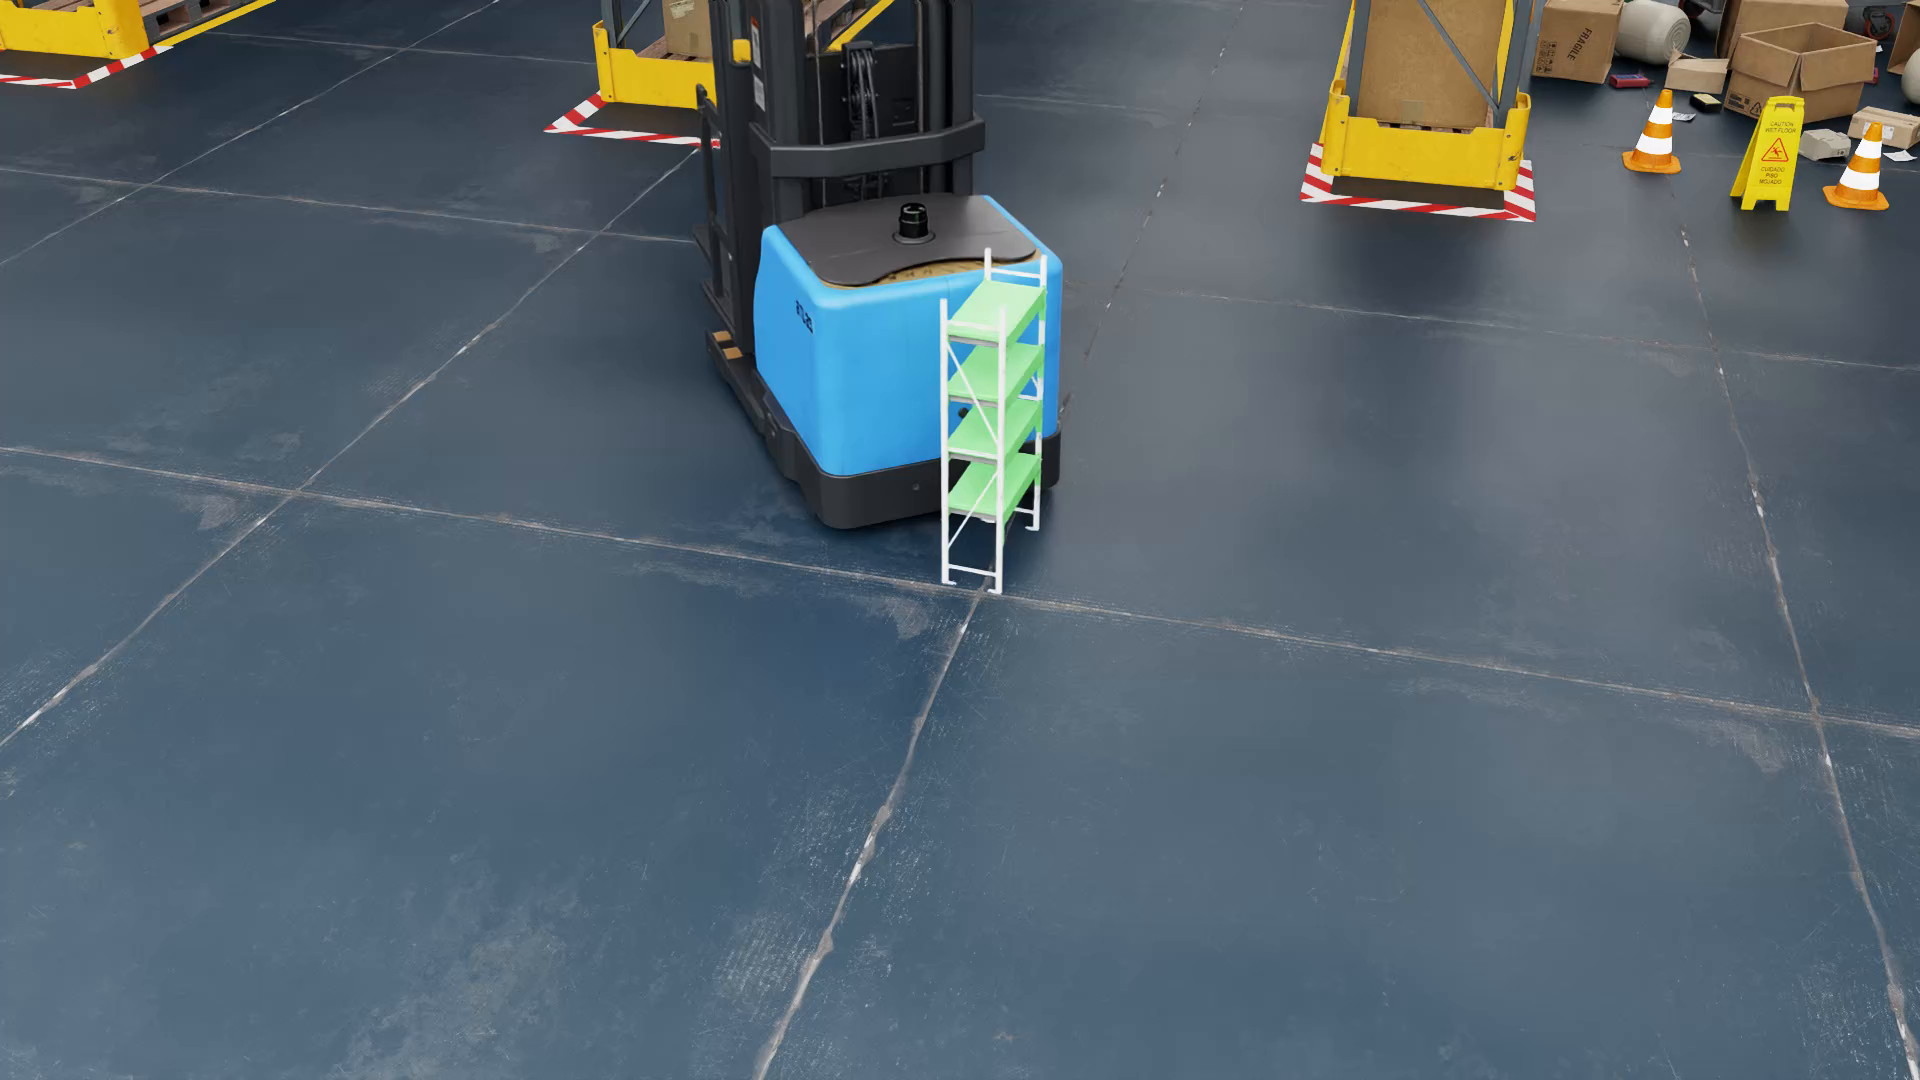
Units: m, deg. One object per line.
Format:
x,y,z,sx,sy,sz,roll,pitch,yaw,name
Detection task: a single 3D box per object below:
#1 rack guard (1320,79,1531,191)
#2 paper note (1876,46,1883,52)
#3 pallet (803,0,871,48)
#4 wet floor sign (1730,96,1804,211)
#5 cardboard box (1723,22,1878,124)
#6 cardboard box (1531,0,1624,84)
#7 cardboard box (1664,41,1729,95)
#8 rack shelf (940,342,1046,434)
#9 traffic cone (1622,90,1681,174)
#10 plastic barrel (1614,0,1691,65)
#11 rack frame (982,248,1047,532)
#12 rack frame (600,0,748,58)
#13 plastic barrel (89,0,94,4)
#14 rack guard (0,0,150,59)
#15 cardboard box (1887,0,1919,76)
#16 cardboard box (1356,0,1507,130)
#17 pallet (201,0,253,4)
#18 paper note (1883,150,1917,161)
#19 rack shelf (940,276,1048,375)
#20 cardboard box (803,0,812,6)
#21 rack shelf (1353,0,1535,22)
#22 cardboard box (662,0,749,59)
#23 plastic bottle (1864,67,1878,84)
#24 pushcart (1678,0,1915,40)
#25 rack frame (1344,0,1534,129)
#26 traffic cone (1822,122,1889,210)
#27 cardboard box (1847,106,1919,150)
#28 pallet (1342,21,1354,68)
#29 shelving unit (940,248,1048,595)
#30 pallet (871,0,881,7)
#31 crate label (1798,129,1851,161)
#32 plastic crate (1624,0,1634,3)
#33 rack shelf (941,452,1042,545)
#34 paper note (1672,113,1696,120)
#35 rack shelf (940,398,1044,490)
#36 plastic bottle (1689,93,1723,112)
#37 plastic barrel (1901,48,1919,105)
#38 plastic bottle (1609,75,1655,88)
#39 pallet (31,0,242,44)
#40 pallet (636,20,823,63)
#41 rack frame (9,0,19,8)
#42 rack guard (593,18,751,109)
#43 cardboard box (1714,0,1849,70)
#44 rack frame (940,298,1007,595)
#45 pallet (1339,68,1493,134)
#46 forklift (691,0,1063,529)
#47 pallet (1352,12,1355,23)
2.842,-2.490,10.200,1.175,0.500,0.348,8,33,12,rack guard
6.892,-3.716,12.566,0.148,0.019,0.142,8,33,12,paper note
-1.353,-4.195,13.153,1.003,0.211,1.213,8,33,12,pallet
4.756,-2.279,9.733,0.267,0.644,0.232,3,33,4,wet floor sign
5.658,-3.138,11.218,0.797,0.503,0.637,-14,35,-21,cardboard box
4.462,-3.634,11.998,0.500,0.500,0.500,14,35,21,cardboard box
5.208,-3.336,11.751,0.396,0.266,0.258,14,35,21,cardboard box
0.128,-0.591,6.233,0.258,0.148,0.480,11,34,16,rack shelf
4.356,-2.569,10.359,0.336,0.463,0.334,8,33,12,traffic cone
5.059,-3.748,12.251,0.421,0.421,0.512,-21,38,-29,plastic barrel
0.208,-0.566,6.522,0.240,1.200,0.015,11,34,16,rack frame
-1.924,-4.285,10.694,1.000,3.000,0.127,8,33,12,rack frame
-6.622,-4.438,12.863,0.421,0.512,0.421,0,32,0,plastic barrel
-6.741,-3.950,12.498,1.175,0.500,0.348,8,33,12,rack guard
7.089,-3.587,11.924,0.500,0.500,0.500,-21,38,-29,cardboard box
2.956,-3.199,10.574,0.875,0.875,0.875,8,33,13,cardboard box
-6.218,-4.880,14.230,1.003,0.211,1.213,8,33,12,pallet
5.976,-2.444,10.566,0.148,0.019,0.142,-3,33,-4,paper note
0.128,-0.794,6.104,0.258,0.148,0.480,11,34,16,rack shelf
-1.454,-4.366,12.761,0.500,0.500,0.500,11,34,17,cardboard box
3.355,-4.291,11.375,1.077,0.370,4.000,8,33,12,rack shelf
-1.749,-3.729,11.758,0.500,0.500,0.500,14,35,21,cardboard box
6.535,-3.357,11.974,0.133,0.061,0.283,14,35,21,plastic bottle
6.459,-4.189,12.988,1.648,0.377,0.936,-3,33,-4,pushcart
2.848,-3.557,9.549,1.000,3.000,0.127,8,33,12,rack frame
5.363,-2.239,9.840,0.336,0.463,0.334,8,33,12,traffic cone
6.040,-2.687,10.839,0.380,0.149,0.250,28,42,36,cardboard box
3.287,-3.437,11.960,1.003,0.211,1.213,8,33,12,pallet
0.128,-0.442,6.327,0.258,1.200,0.503,11,34,16,shelving unit
-1.045,-4.830,14.152,1.003,0.211,1.213,8,33,12,pallet
5.502,-2.517,10.582,0.250,0.136,0.298,-8,33,-13,crate label
5.086,-4.202,13.131,0.662,0.188,0.450,-28,32,-37,plastic crate
0.128,-0.186,6.491,0.258,0.148,0.480,11,34,16,rack shelf
4.877,-2.864,11.229,0.144,0.017,0.142,20,38,29,paper note
0.128,-0.388,6.362,0.258,0.148,0.480,11,34,16,rack shelf
5.114,-3.015,11.436,0.133,0.061,0.283,-3,33,-4,plastic bottle
6.721,-3.126,11.273,0.421,0.421,0.512,-21,38,-29,plastic barrel
4.783,-3.265,11.828,0.283,0.061,0.133,-3,33,-4,plastic bottle
-6.530,-4.249,13.237,1.003,0.211,1.213,8,33,12,pallet
-1.664,-3.564,12.160,1.003,0.211,1.213,8,33,12,pallet
-6.715,-4.959,11.755,1.000,3.000,0.127,8,33,12,rack frame
-1.905,-3.269,11.427,1.175,0.500,0.348,8,33,12,rack guard
5.888,-3.682,11.946,0.797,0.637,0.503,8,33,12,cardboard box
0.047,-0.319,6.133,0.240,1.200,0.015,11,34,16,rack frame
2.975,-2.806,10.967,1.003,0.211,1.213,8,33,12,pallet
-0.590,-2.062,7.262,1.130,2.935,3.031,-12,34,-18,forklift
3.594,-4.072,12.959,1.003,0.211,1.213,8,33,12,pallet
